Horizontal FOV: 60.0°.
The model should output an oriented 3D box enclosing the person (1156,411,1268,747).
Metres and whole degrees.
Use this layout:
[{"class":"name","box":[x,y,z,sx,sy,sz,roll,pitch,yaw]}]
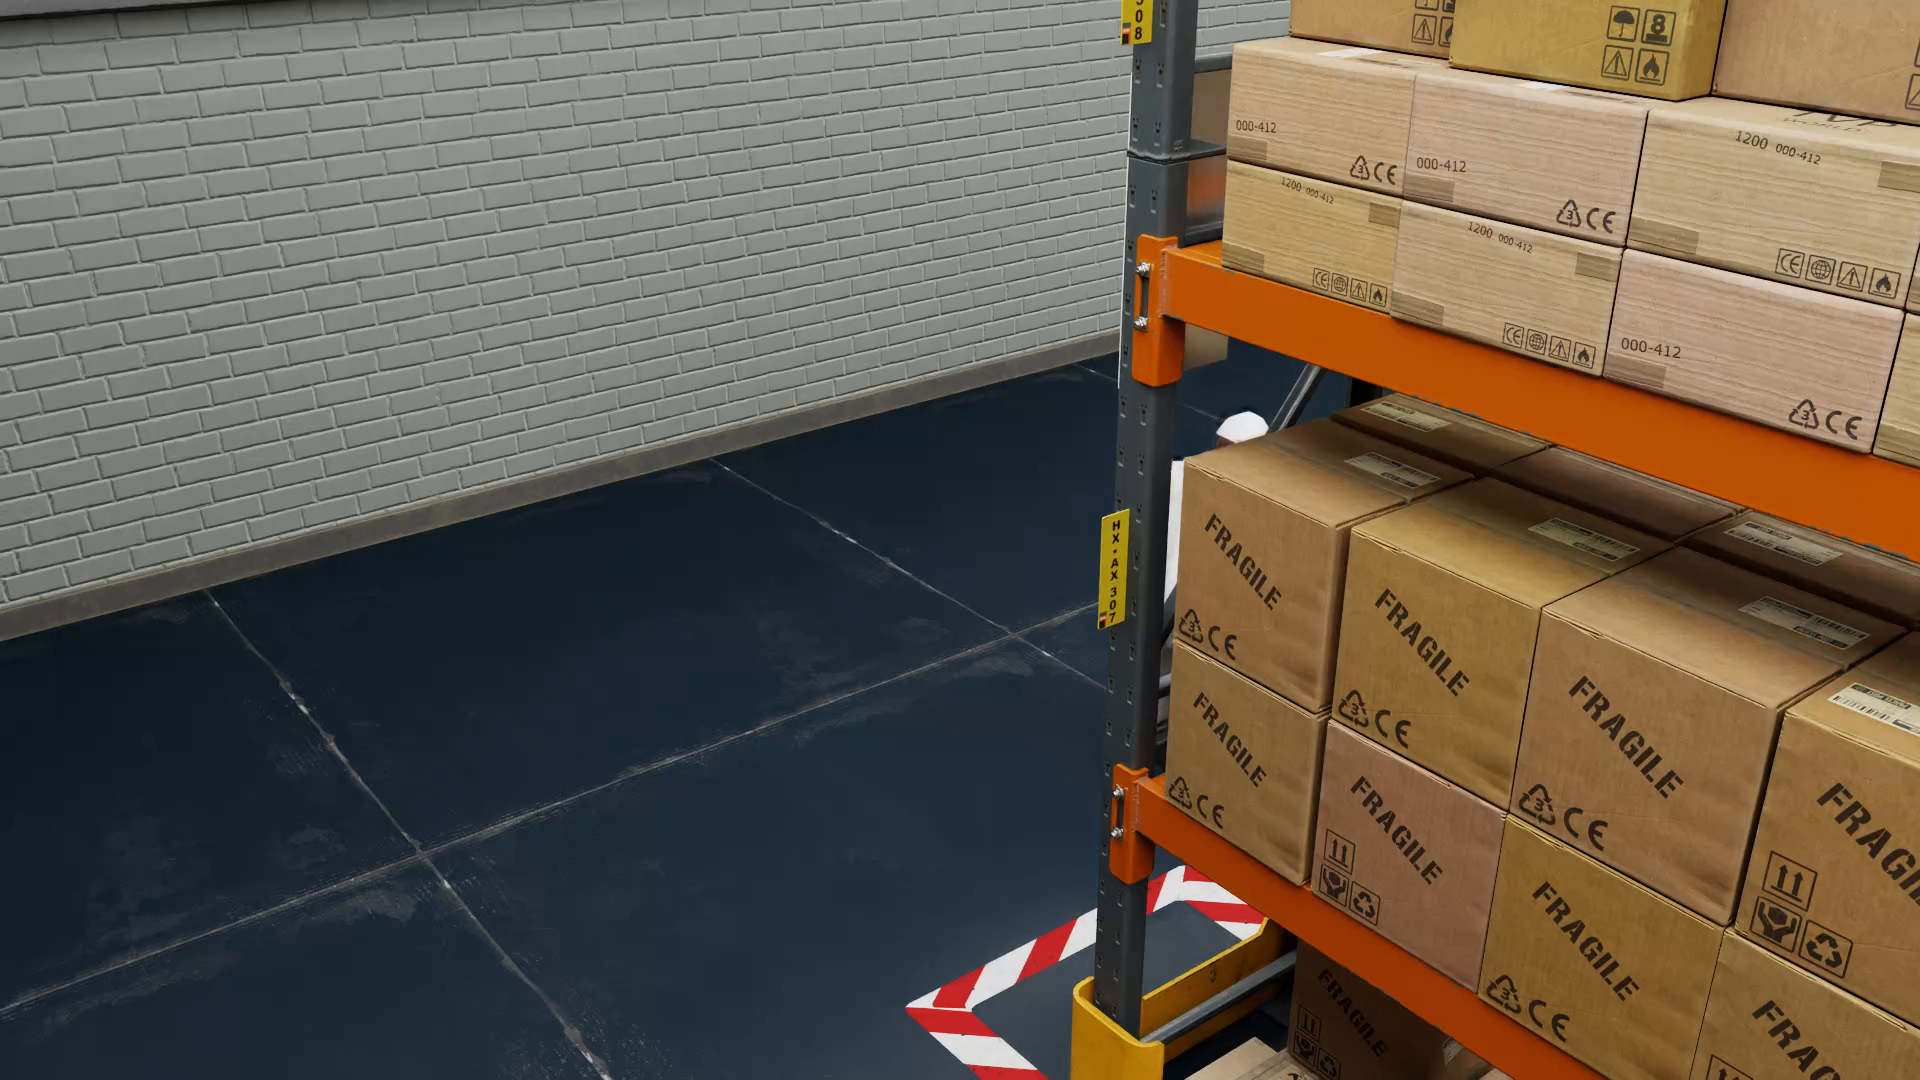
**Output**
[{"class":"person","box":[0.983,0.217,6.961,0.733,1.479,0.591,-18,30,-34]}]
